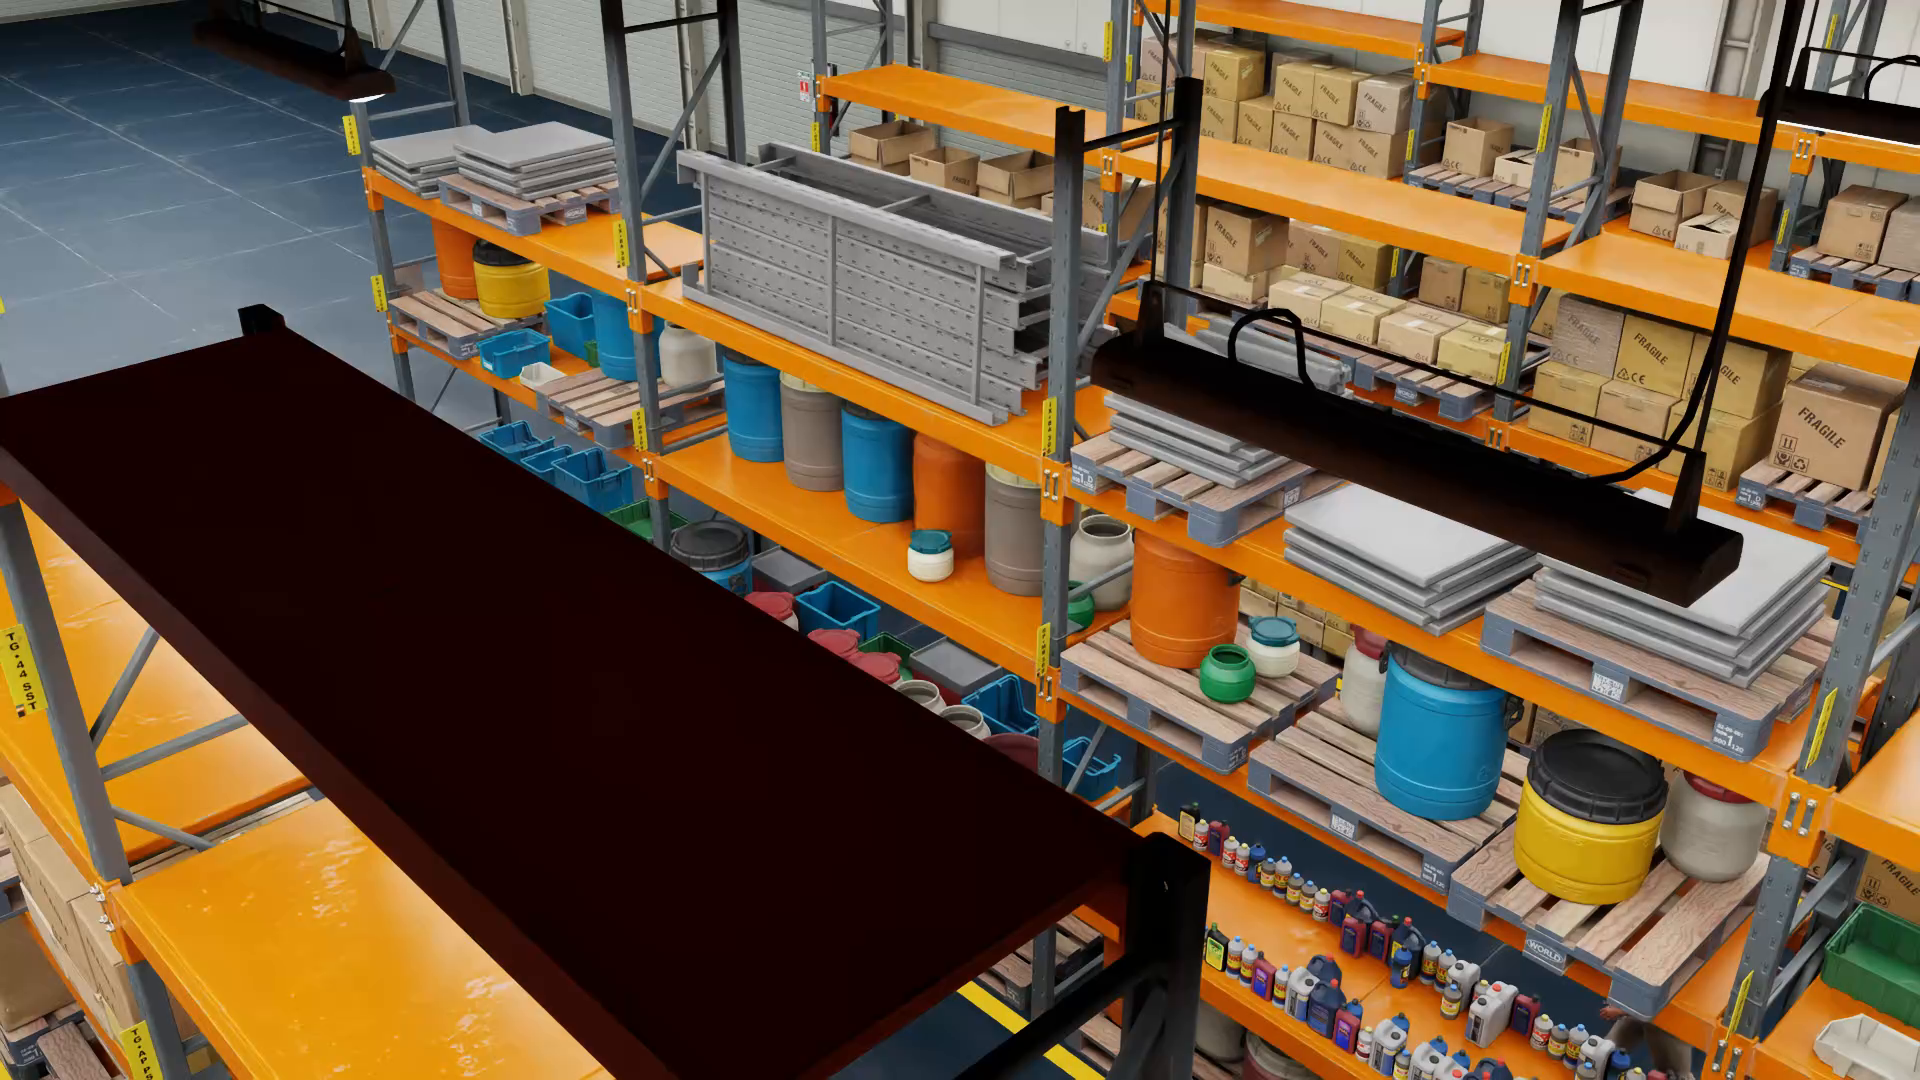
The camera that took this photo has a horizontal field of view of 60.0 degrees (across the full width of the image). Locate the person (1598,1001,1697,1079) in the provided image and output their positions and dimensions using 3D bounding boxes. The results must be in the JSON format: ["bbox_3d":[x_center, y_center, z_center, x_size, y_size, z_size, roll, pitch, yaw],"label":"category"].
[{"bbox_3d":[4.172,2.755,9.914,1.078,1.662,0.584,24,36,37],"label":"person"}]

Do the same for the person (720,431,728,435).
[{"bbox_3d":[-2.317,-2.024,18.884,0.555,1.600,1.041,11,30,19],"label":"person"}]
